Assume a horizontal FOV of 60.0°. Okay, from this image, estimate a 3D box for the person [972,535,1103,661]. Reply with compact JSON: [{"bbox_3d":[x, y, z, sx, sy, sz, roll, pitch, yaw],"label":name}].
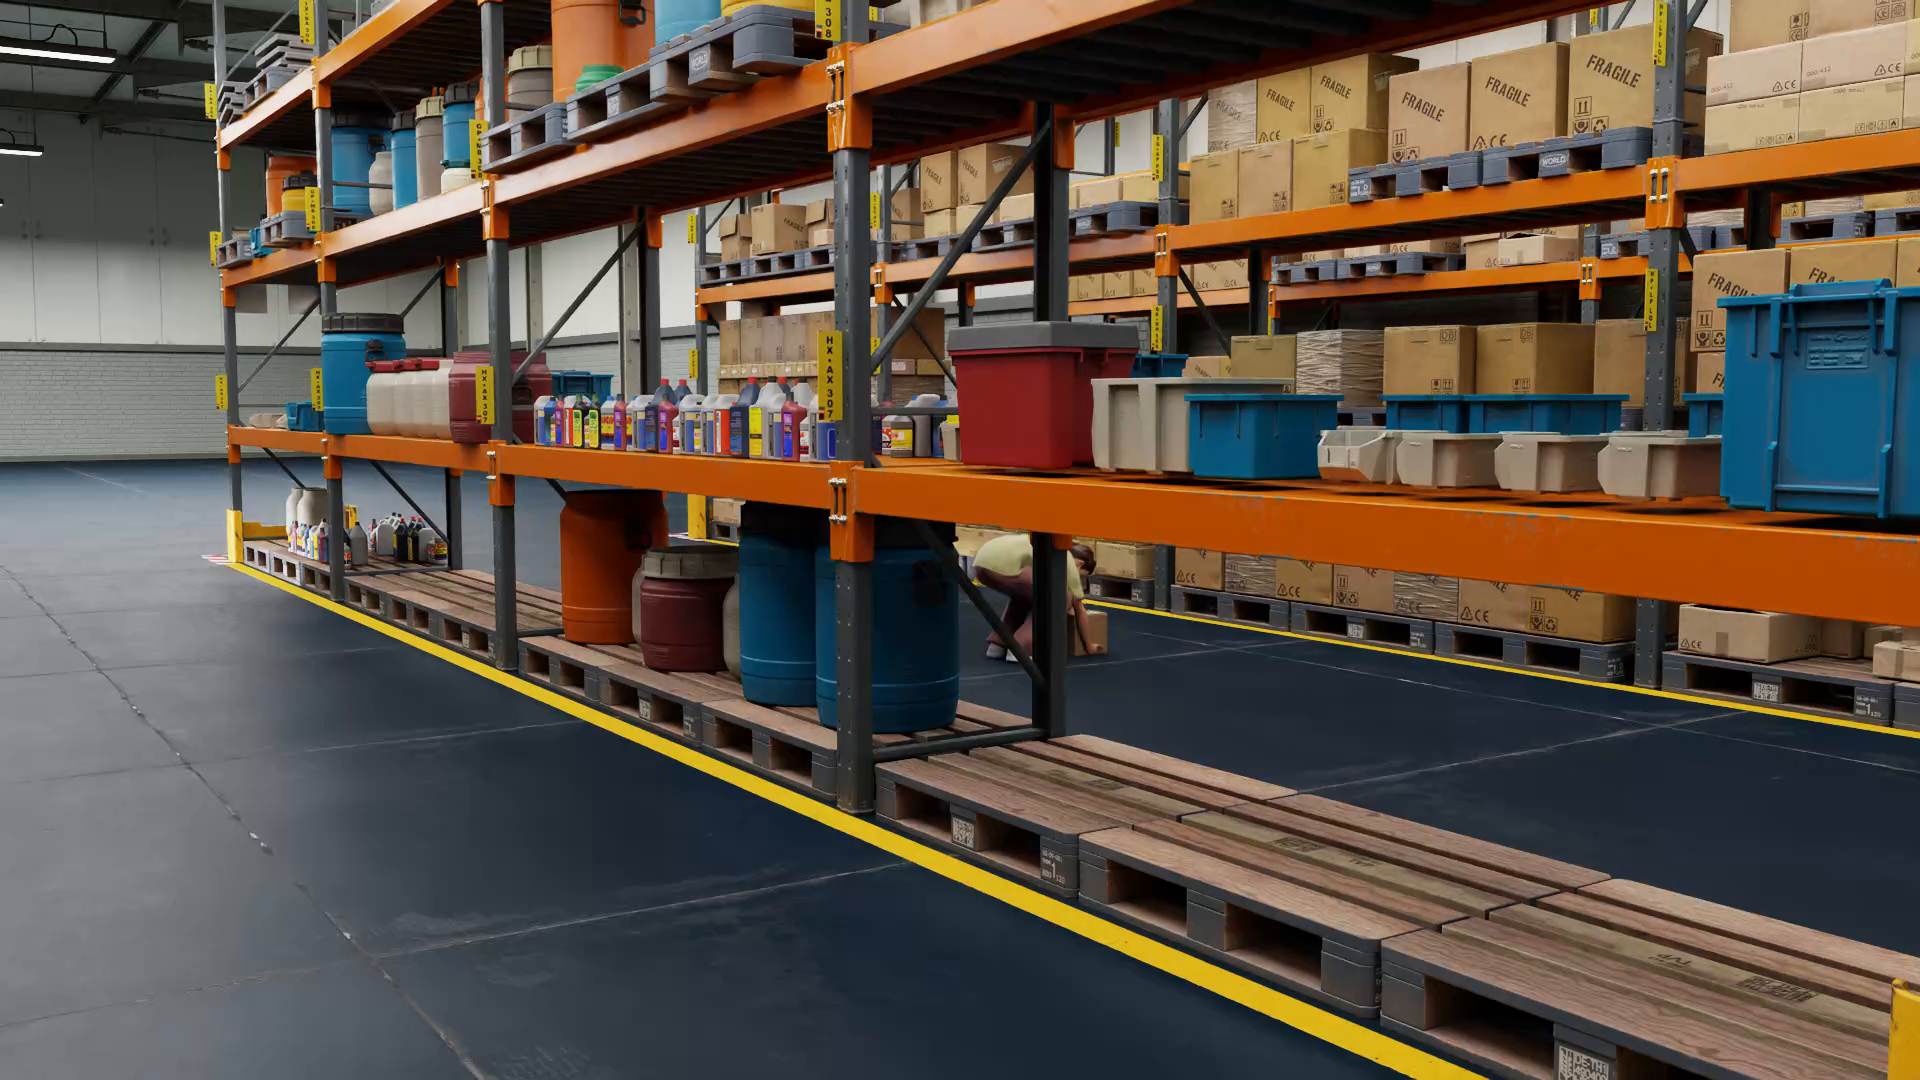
[{"bbox_3d":[0.474,0.382,10.093,0.866,0.697,0.465,-3,6,-35],"label":"person"}]
